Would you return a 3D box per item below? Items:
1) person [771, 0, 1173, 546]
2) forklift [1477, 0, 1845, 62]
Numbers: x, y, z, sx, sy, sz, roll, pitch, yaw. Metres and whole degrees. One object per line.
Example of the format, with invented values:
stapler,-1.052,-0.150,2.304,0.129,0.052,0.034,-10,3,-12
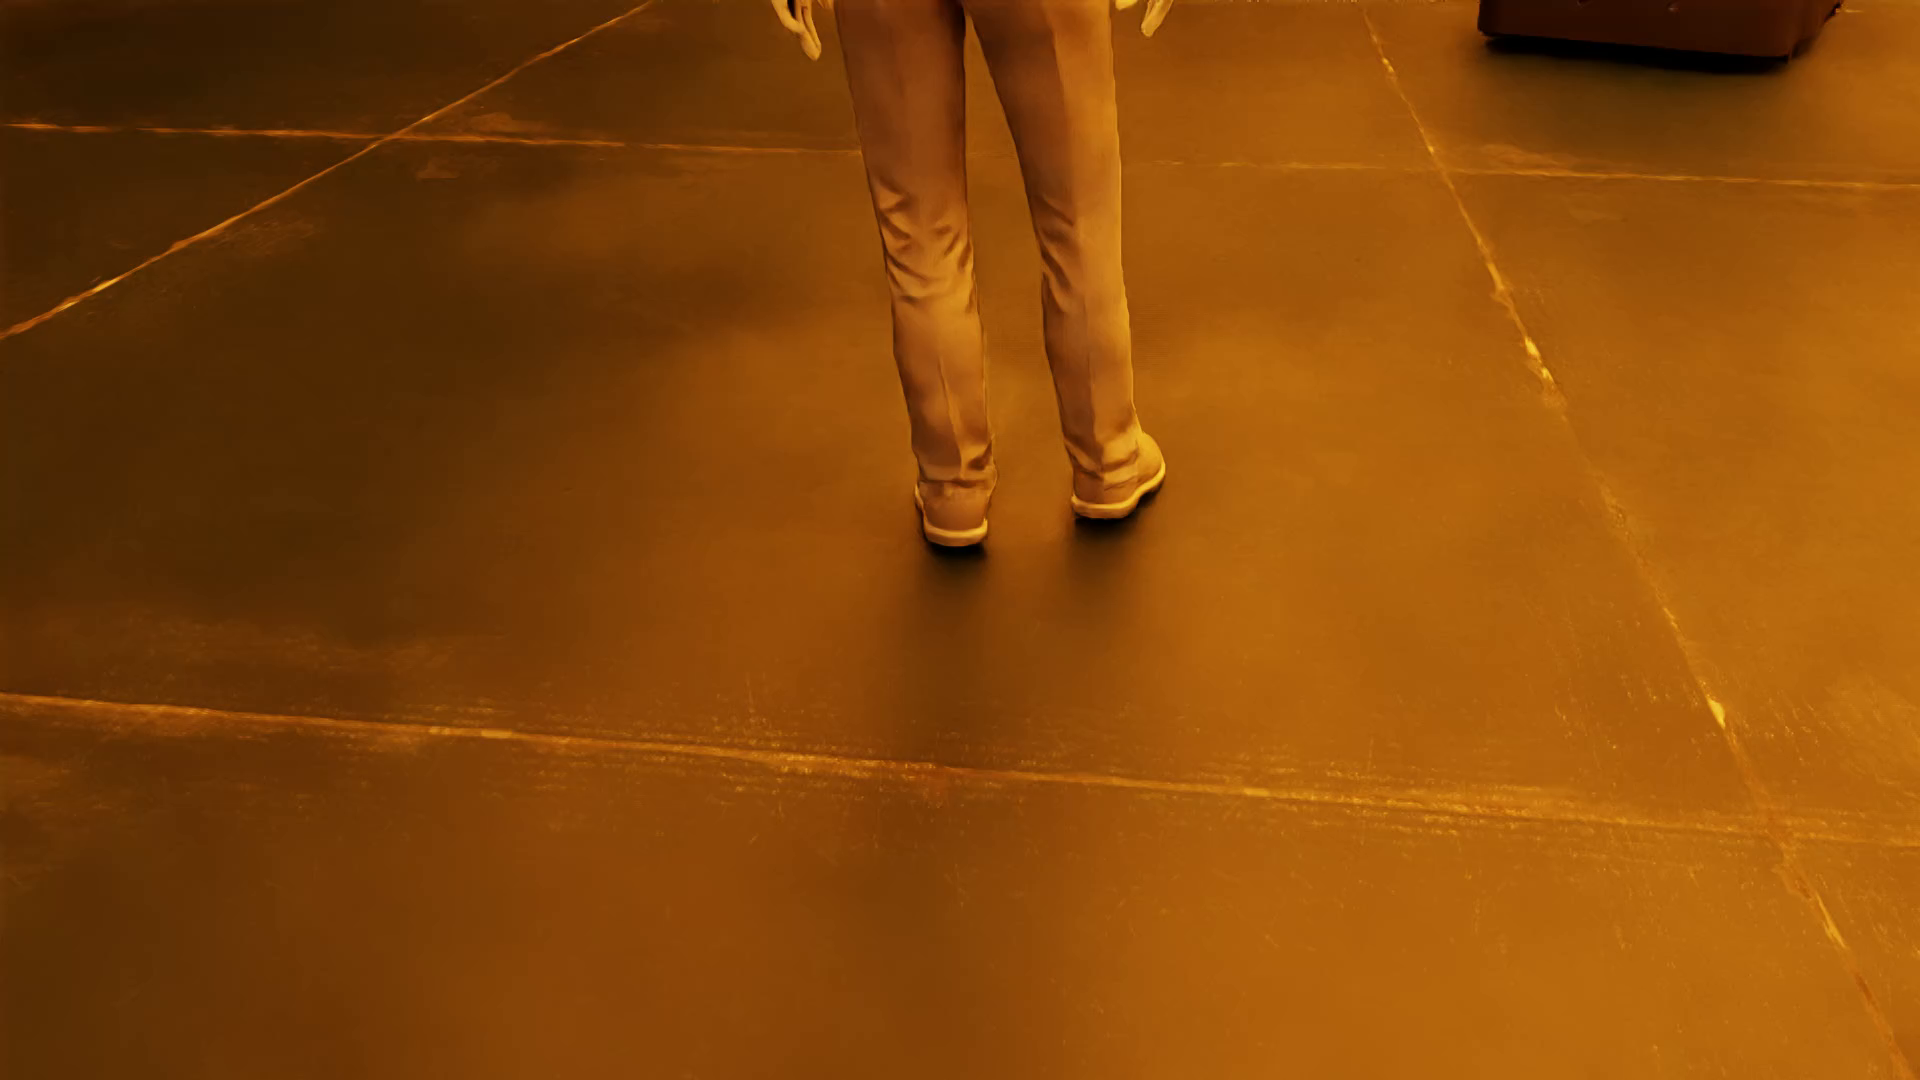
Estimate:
person,0.016,-0.794,2.178,0.586,1.695,0.532,3,27,7
forklift,3.087,-3.560,6.352,1.130,2.935,3.031,15,30,27
